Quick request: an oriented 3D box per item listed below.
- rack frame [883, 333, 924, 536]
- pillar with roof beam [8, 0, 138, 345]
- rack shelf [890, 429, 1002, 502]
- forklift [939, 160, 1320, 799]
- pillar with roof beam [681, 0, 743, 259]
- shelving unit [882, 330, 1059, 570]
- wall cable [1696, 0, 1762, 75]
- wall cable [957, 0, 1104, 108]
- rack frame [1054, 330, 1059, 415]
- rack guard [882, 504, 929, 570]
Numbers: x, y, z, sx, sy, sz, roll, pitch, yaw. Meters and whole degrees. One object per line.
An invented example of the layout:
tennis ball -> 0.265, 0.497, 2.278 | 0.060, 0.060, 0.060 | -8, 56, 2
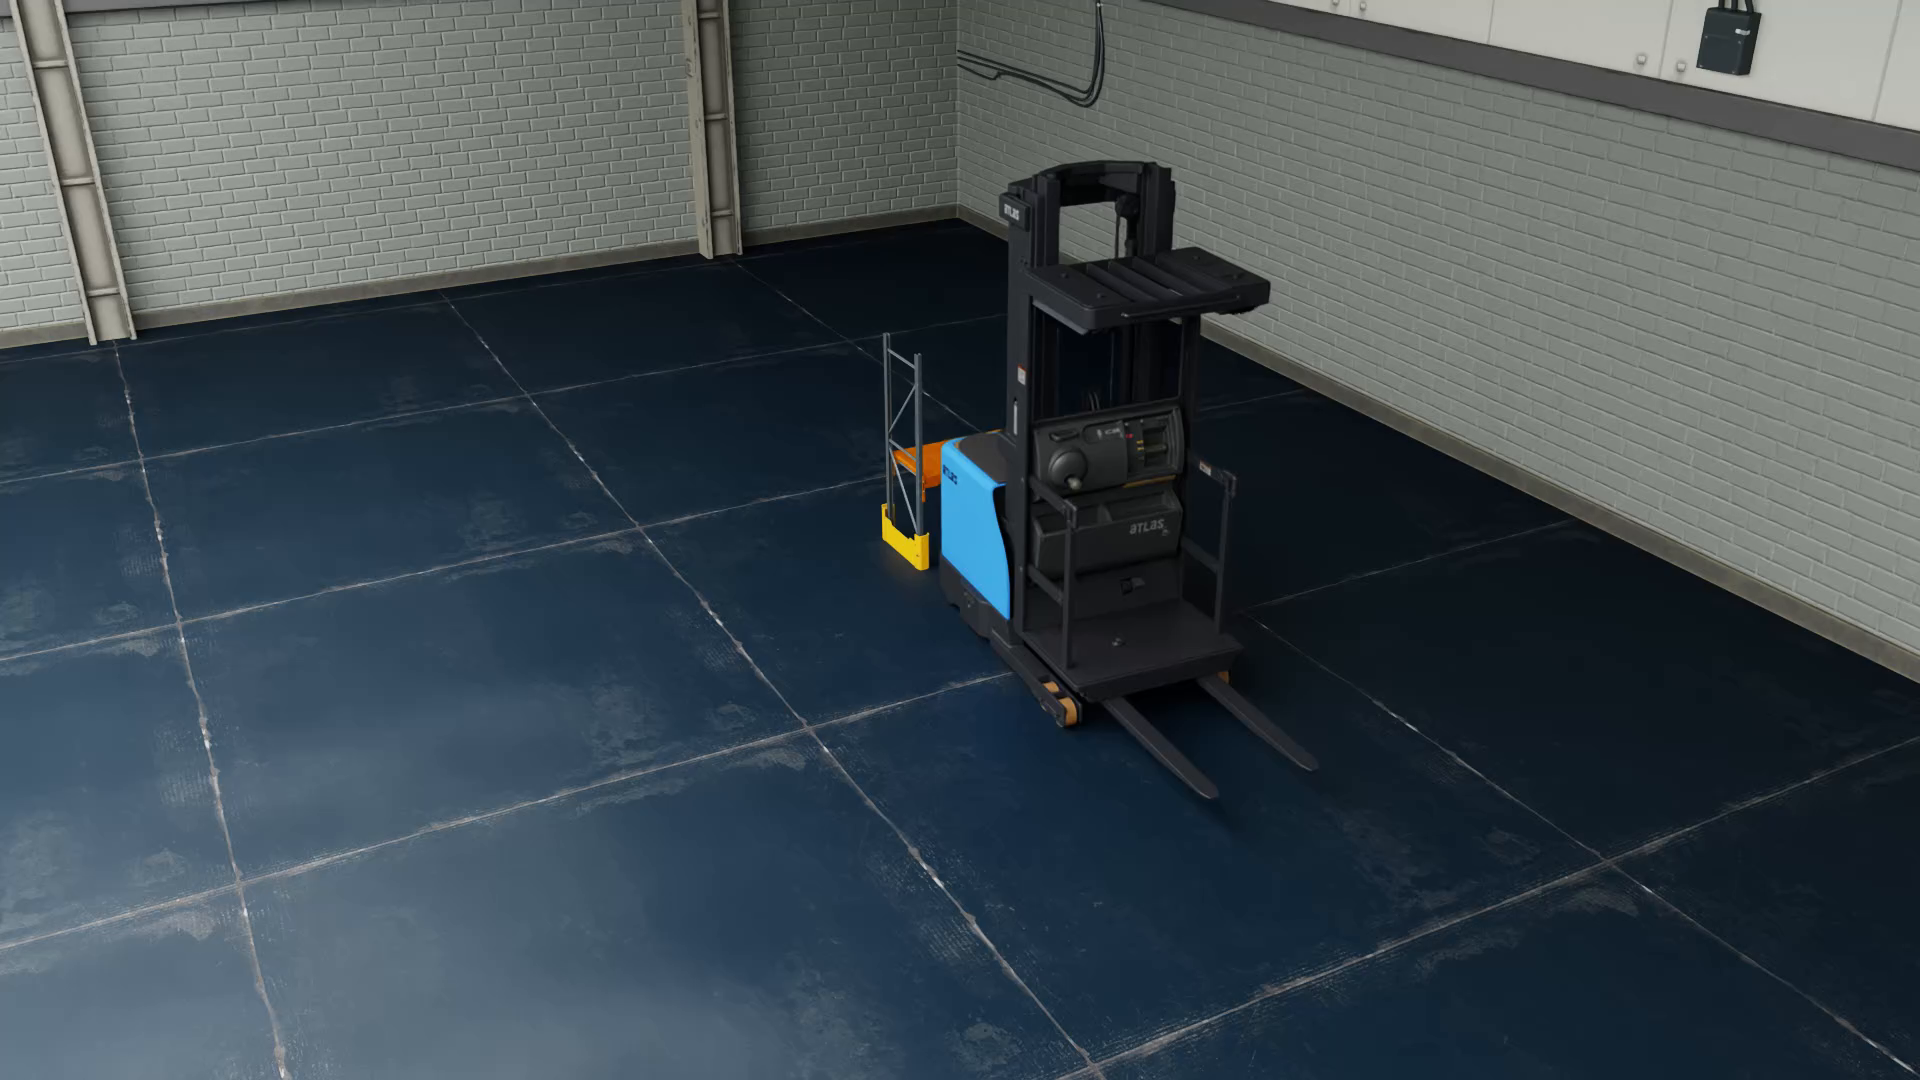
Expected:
rack frame -> -0.373, -0.590, 11.048 | 0.032, 1.500, 0.500 | -13, 29, -25
pillar with roof beam -> -5.861, -4.301, 10.114 | 0.400, 9.000, 9.100 | -13, 29, -25
rack shelf -> 0.075, -0.531, 11.342 | 1.000, 0.185, 0.538 | -13, 29, -25
forklift -> 0.933, -0.480, 9.166 | 1.130, 2.935, 3.031 | -11, 28, -22
pillar with roof beam -> -0.567, -5.523, 12.659 | 0.400, 9.000, 9.100 | -13, 29, -25
shelving unit -> 0.067, -0.692, 11.260 | 1.083, 1.500, 0.587 | -13, 29, -25
wall cable -> 5.082, -5.167, 7.987 | 0.169, 6.003, 2.305 | -13, 29, -25
wall cable -> 0.629, -5.863, 16.954 | 0.112, 2.526, 3.097 | -13, 29, -25
rack frame -> 0.524, -0.797, 11.479 | 0.032, 1.500, 0.500 | -13, 29, -25
rack guard -> -0.372, -0.027, 11.319 | 0.087, 0.250, 0.587 | -13, 29, -25
